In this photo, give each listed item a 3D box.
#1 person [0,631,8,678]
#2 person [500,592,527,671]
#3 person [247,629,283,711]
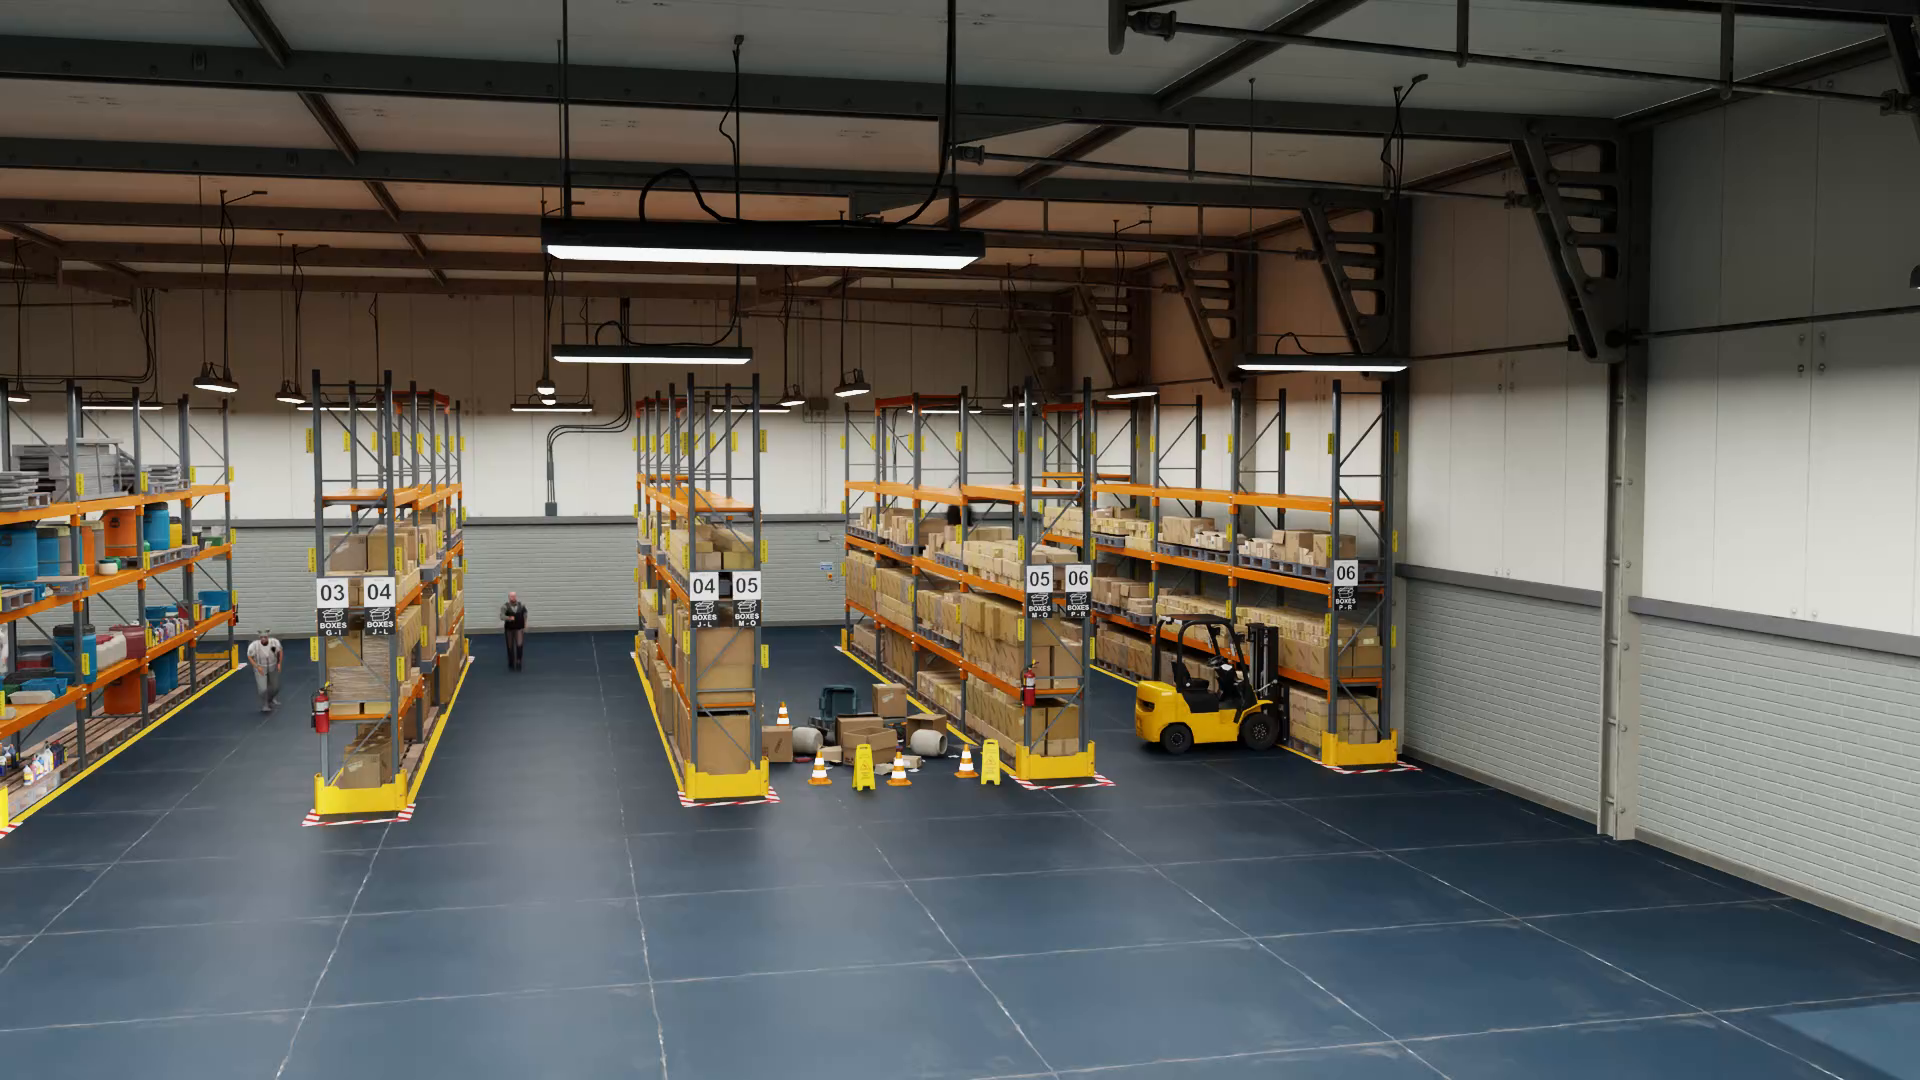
[{"bbox_3d":[-18.632,2.345,31.912,0.677,1.618,0.847,-2,4,-35],"label":"person"},{"bbox_3d":[-9.870,2.023,36.798,0.610,1.774,0.833,-1,3,-18],"label":"person"},{"bbox_3d":[-12.975,2.414,31.076,0.669,1.588,0.864,-2,4,-37],"label":"person"}]
